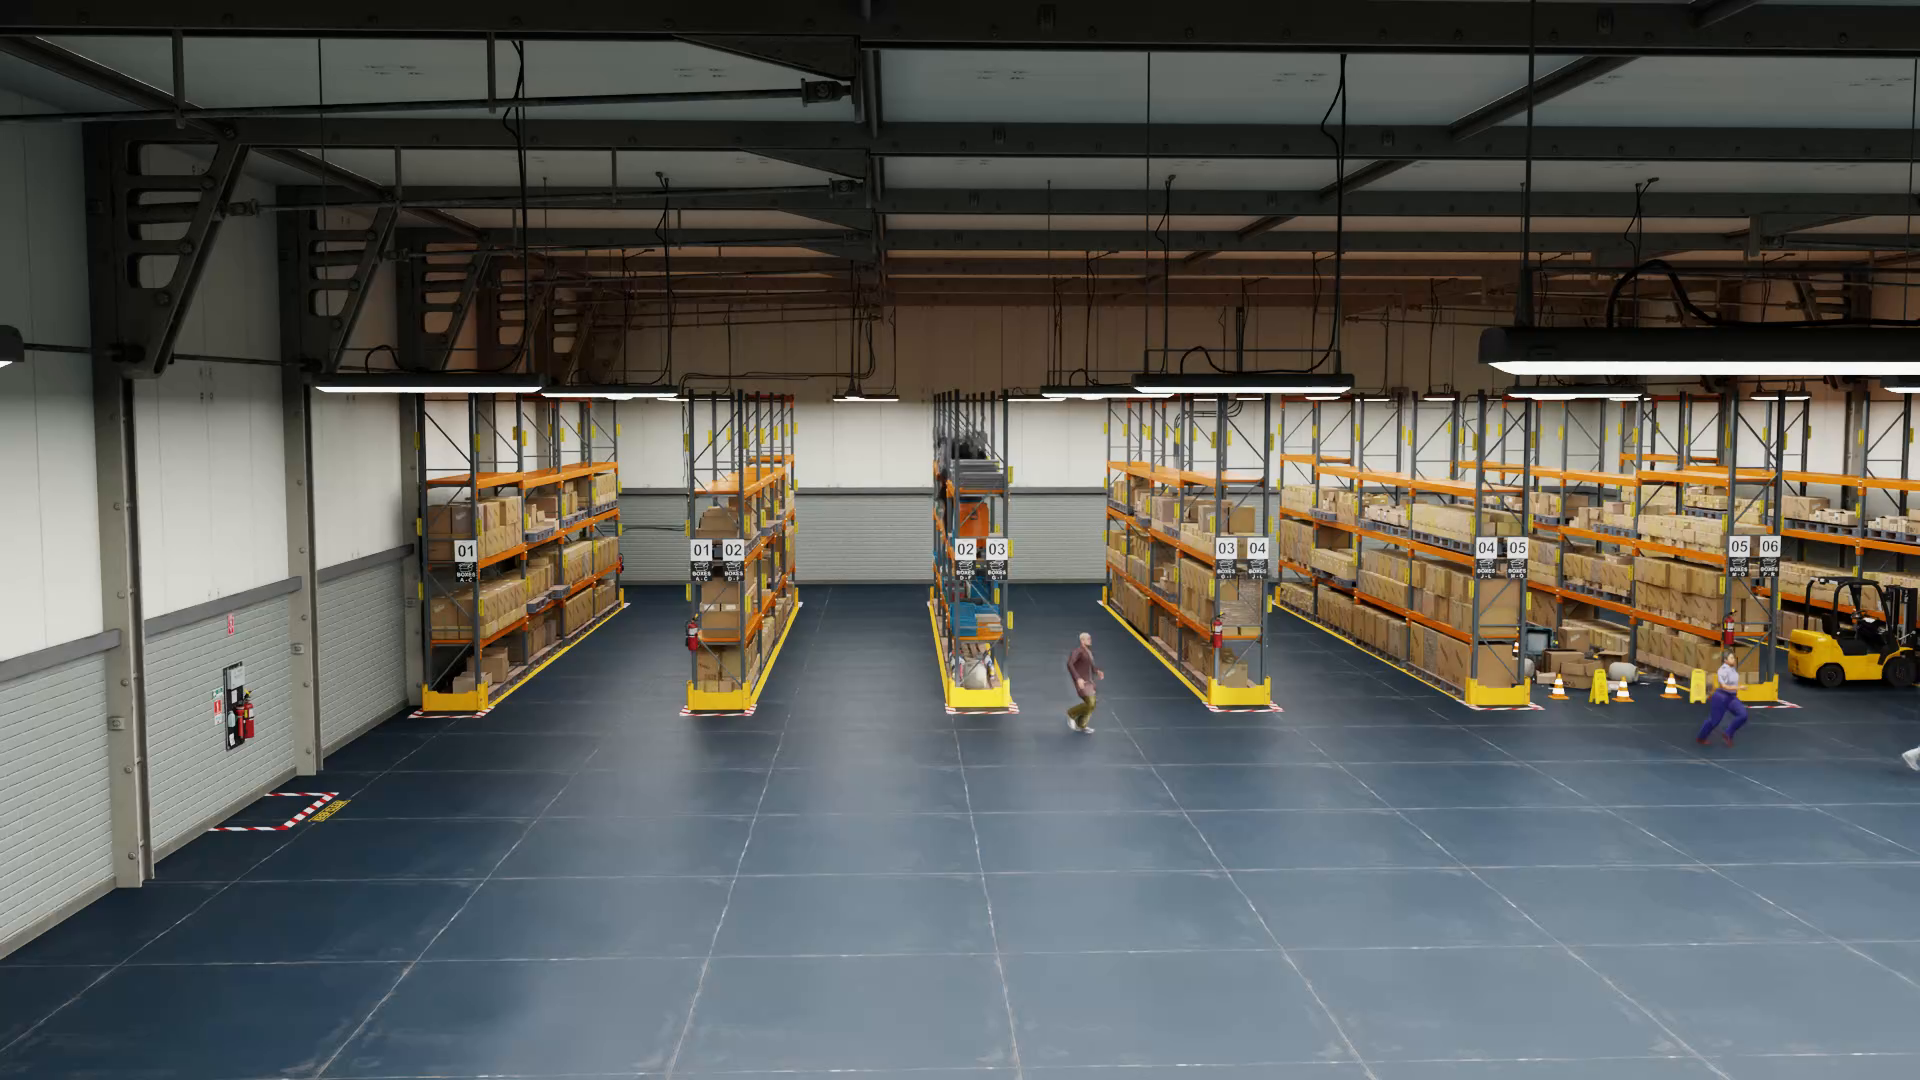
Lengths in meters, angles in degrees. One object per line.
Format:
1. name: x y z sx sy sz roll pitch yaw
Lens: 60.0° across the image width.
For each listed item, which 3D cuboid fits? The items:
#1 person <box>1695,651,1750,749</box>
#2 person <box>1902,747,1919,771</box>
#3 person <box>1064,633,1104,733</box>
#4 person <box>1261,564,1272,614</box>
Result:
1. person: 12.709 2.742 27.624 0.613 1.458 0.834 -4 6 -40
2. person: 14.942 2.779 25.352 0.944 1.790 0.664 4 6 41
3. person: 2.162 2.489 29.051 0.633 1.748 0.727 2 5 27
4. person: 7.996 1.247 44.438 0.593 1.780 0.752 0 5 -5
